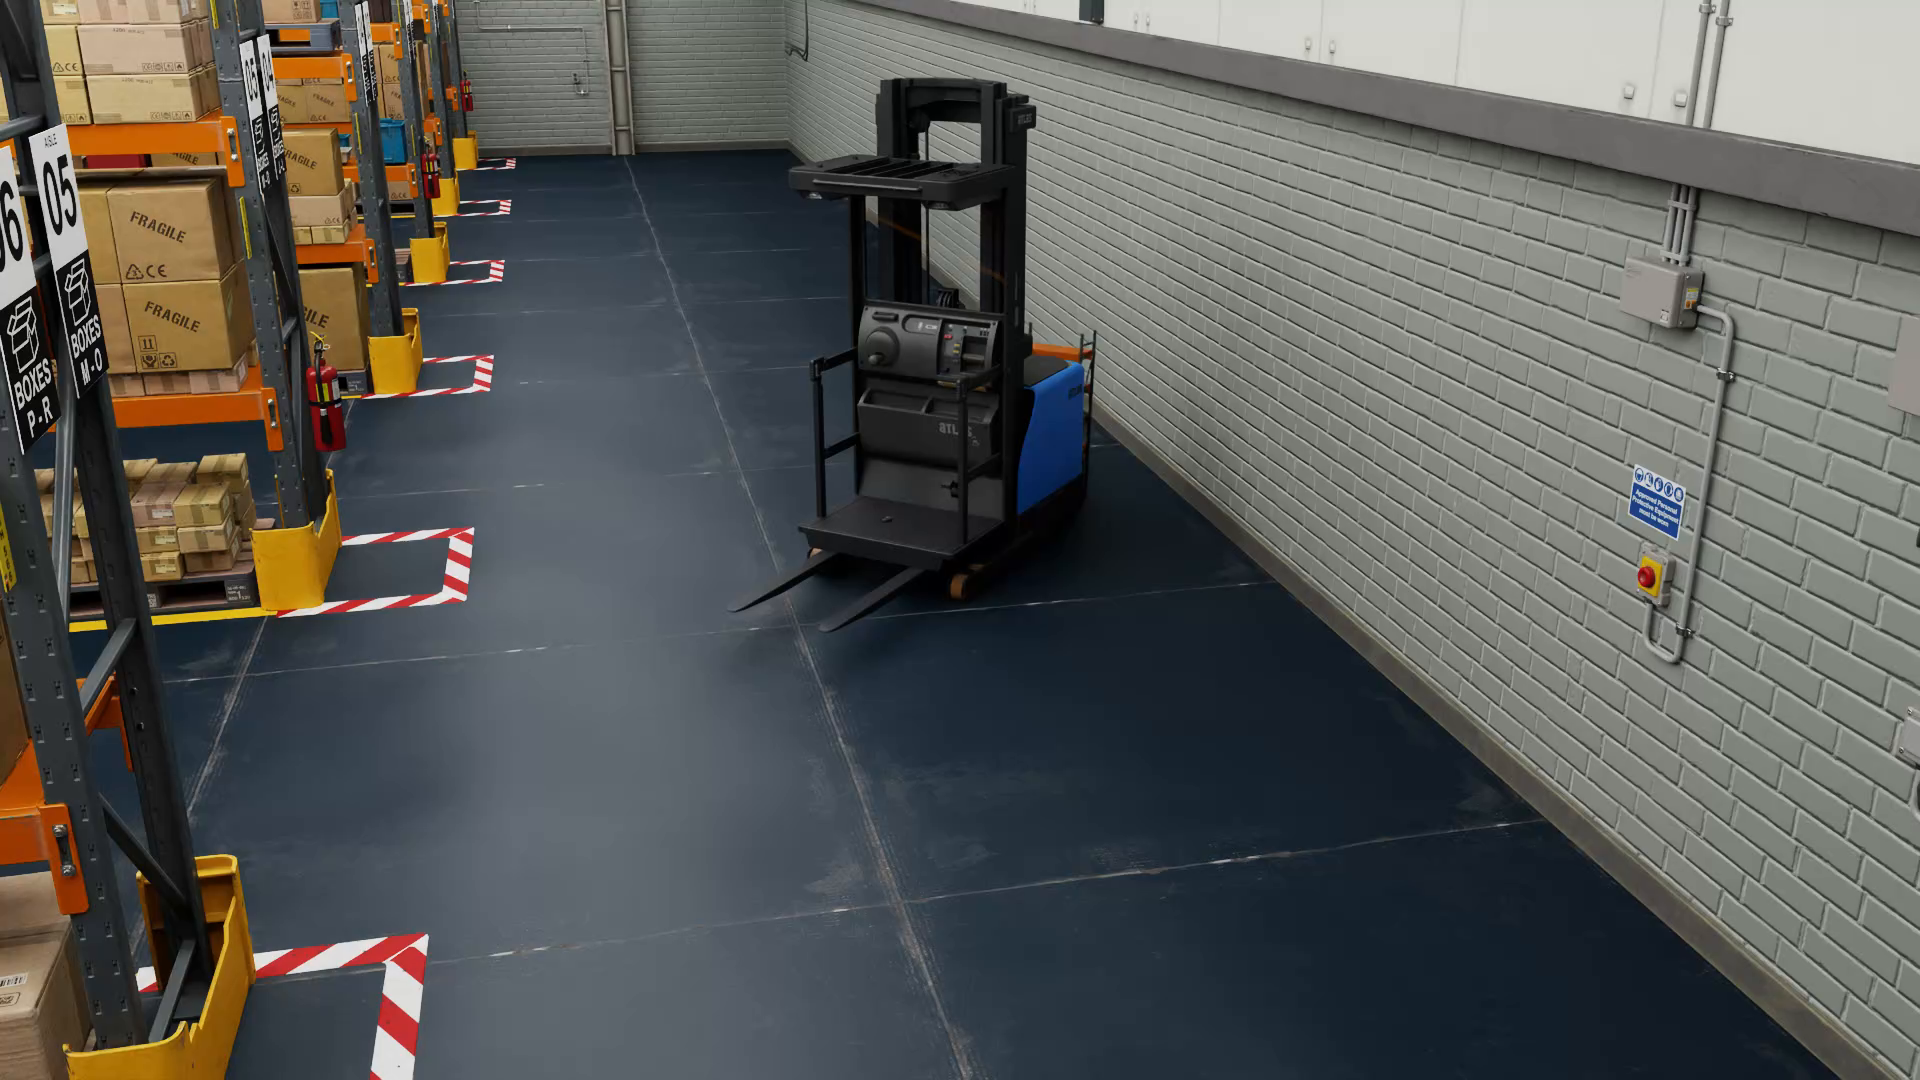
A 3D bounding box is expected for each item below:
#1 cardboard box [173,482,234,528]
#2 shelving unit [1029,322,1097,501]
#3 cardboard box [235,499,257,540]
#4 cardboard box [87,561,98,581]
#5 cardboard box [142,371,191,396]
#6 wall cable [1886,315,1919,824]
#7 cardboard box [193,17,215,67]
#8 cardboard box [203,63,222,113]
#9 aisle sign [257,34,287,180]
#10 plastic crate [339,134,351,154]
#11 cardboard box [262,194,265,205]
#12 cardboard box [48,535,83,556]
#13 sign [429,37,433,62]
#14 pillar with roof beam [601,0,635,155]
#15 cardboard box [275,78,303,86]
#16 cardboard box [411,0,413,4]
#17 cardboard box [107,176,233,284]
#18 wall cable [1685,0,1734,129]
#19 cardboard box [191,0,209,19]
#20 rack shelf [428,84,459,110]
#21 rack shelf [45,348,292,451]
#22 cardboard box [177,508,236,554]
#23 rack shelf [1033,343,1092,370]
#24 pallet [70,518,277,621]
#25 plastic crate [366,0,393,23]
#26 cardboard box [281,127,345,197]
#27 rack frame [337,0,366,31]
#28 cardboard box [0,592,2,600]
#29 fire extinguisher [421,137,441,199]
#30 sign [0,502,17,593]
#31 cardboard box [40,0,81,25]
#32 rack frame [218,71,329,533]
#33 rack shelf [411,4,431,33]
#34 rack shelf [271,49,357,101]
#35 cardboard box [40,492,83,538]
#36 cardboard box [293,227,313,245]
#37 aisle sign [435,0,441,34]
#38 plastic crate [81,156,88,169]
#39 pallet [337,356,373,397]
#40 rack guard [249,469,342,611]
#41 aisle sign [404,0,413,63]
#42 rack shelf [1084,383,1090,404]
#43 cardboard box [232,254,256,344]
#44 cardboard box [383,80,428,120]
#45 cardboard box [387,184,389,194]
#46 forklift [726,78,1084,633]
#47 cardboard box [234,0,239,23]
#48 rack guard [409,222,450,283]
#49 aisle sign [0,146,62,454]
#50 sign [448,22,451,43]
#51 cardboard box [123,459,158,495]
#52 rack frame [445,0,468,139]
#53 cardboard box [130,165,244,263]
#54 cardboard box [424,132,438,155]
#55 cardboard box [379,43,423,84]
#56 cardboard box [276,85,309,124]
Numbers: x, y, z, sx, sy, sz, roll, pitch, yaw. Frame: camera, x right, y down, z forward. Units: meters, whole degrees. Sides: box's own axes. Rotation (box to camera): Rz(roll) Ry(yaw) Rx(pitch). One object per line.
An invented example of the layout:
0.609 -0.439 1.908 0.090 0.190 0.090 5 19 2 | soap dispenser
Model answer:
-4.464 -0.210 9.816 0.250 0.149 0.380 -4 21 -12 | cardboard box
0.636 -0.877 11.557 0.503 1.200 0.258 10 18 26 | shelving unit
-4.591 -0.123 10.443 0.250 0.149 0.380 -4 21 -11 | cardboard box
-4.975 0.101 9.833 0.250 0.149 0.380 -5 21 -13 | cardboard box
-4.510 -0.953 9.541 0.250 0.149 0.380 -5 21 -13 | cardboard box
3.050 -0.007 5.116 0.122 1.984 0.588 -5 21 -12 | wall cable
-4.504 -2.823 9.410 0.500 0.250 0.500 -4 21 -12 | cardboard box
-4.503 -2.587 9.492 0.500 0.250 0.500 -4 20 -11 | cardboard box
-4.005 -2.526 9.689 0.004 0.787 0.394 -5 21 -12 | aisle sign
-7.146 -4.513 19.050 0.300 0.233 0.416 -5 21 -12 | plastic crate
-5.954 -2.769 13.919 0.500 0.250 0.500 -5 21 -13 | cardboard box
-5.246 -0.031 9.760 0.250 0.149 0.380 -5 21 -13 | cardboard box
-7.218 -6.688 22.688 0.005 0.325 0.100 -5 21 -12 | sign
-5.050 -9.720 24.387 0.400 9.000 9.100 -5 21 -12 | pillar with roof beam
-9.191 -6.449 22.579 0.500 0.500 0.500 -4 20 -11 | cardboard box
-7.884 -7.566 23.084 0.500 0.250 0.500 -5 21 -12 | cardboard box
-4.395 -1.735 9.279 0.500 0.500 0.500 -5 21 -14 | cardboard box
2.701 -2.911 5.799 0.029 3.000 0.463 -5 21 -12 | wall cable
-4.375 -3.009 9.339 0.250 0.149 0.380 -5 21 -13 | cardboard box
-10.416 -7.345 27.671 4.000 0.370 1.077 -5 21 -12 | rack shelf
-5.953 -0.703 9.538 4.000 0.370 1.077 -5 21 -12 | rack shelf
-4.455 -0.060 9.838 0.250 0.149 0.380 -5 21 -14 | cardboard box
0.650 -1.254 11.448 0.480 0.148 0.258 10 18 26 | rack shelf
-4.880 0.169 10.166 1.213 0.211 1.003 -5 21 -12 | pallet
-6.629 -5.935 18.604 0.590 0.269 0.497 -5 21 -12 | plastic crate
-5.464 -3.162 13.900 0.500 0.500 0.500 -4 21 -12 | cardboard box
-5.050 -5.684 13.368 0.127 3.000 1.000 -5 21 -12 | rack frame
-3.184 0.052 4.834 0.500 0.500 0.500 -4 20 -11 | cardboard box
-5.938 -4.173 18.621 0.183 0.674 0.296 -5 21 -12 | fire extinguisher
-2.658 -0.022 4.606 0.005 0.325 0.100 -5 21 -12 | sign
-4.775 -2.827 8.841 0.250 0.149 0.380 -5 21 -14 | cardboard box
-4.007 -1.199 9.846 0.127 3.000 1.000 -5 21 -12 | rack frame
-9.272 -7.096 22.629 4.000 0.370 1.077 -5 21 -12 | rack shelf
-6.996 -3.779 13.576 4.000 0.370 1.077 -5 21 -12 | rack shelf
-5.211 -0.147 9.644 0.250 0.149 0.380 -5 21 -15 | cardboard box
-5.573 -2.589 14.008 0.250 0.149 0.380 -4 21 -12 | cardboard box
-7.327 -7.508 23.289 0.004 0.787 0.394 -5 21 -12 | aisle sign
-9.597 -4.102 18.067 0.243 0.136 0.396 -5 21 -12 | plastic crate
-5.810 -1.468 14.636 1.213 0.211 1.003 -5 21 -12 | pallet
-4.081 -0.019 10.259 0.348 0.500 1.175 -5 21 -12 | rack guard
-6.052 -5.653 18.227 0.004 0.787 0.394 -5 21 -12 | aisle sign
0.642 -1.027 11.514 0.480 0.148 0.258 10 18 26 | rack shelf
-4.508 -1.442 9.933 0.500 0.500 0.500 -4 20 -10 | cardboard box
-7.699 -6.104 23.090 0.500 0.500 0.500 -4 20 -11 | cardboard box
-8.213 -4.932 23.517 0.250 0.166 0.380 -5 21 -12 | cardboard box
-0.296 -1.185 9.909 1.130 2.935 3.031 10 23 26 | forklift
-6.119 -4.503 13.605 0.500 0.500 0.700 -5 21 -14 | cardboard box
-6.169 -3.357 19.373 0.348 0.500 1.175 -5 21 -12 | rack guard
-2.628 -0.672 4.630 0.004 0.787 0.394 -5 21 -12 | aisle sign
-8.358 -8.313 27.240 0.005 0.325 0.100 -5 21 -12 | sign
-5.110 -0.370 10.252 0.250 0.149 0.380 -5 21 -13 | cardboard box
-8.470 -7.841 27.979 0.127 3.000 1.000 -5 21 -12 | rack frame
-4.505 -1.908 9.751 0.500 0.500 0.500 -5 21 -13 | cardboard box
-9.128 -6.776 28.094 0.500 0.500 0.700 -5 21 -12 | cardboard box
-7.696 -6.572 22.917 0.500 0.500 0.500 -5 21 -13 | cardboard box
-9.180 -5.984 22.764 0.500 0.500 0.500 -5 21 -13 | cardboard box
